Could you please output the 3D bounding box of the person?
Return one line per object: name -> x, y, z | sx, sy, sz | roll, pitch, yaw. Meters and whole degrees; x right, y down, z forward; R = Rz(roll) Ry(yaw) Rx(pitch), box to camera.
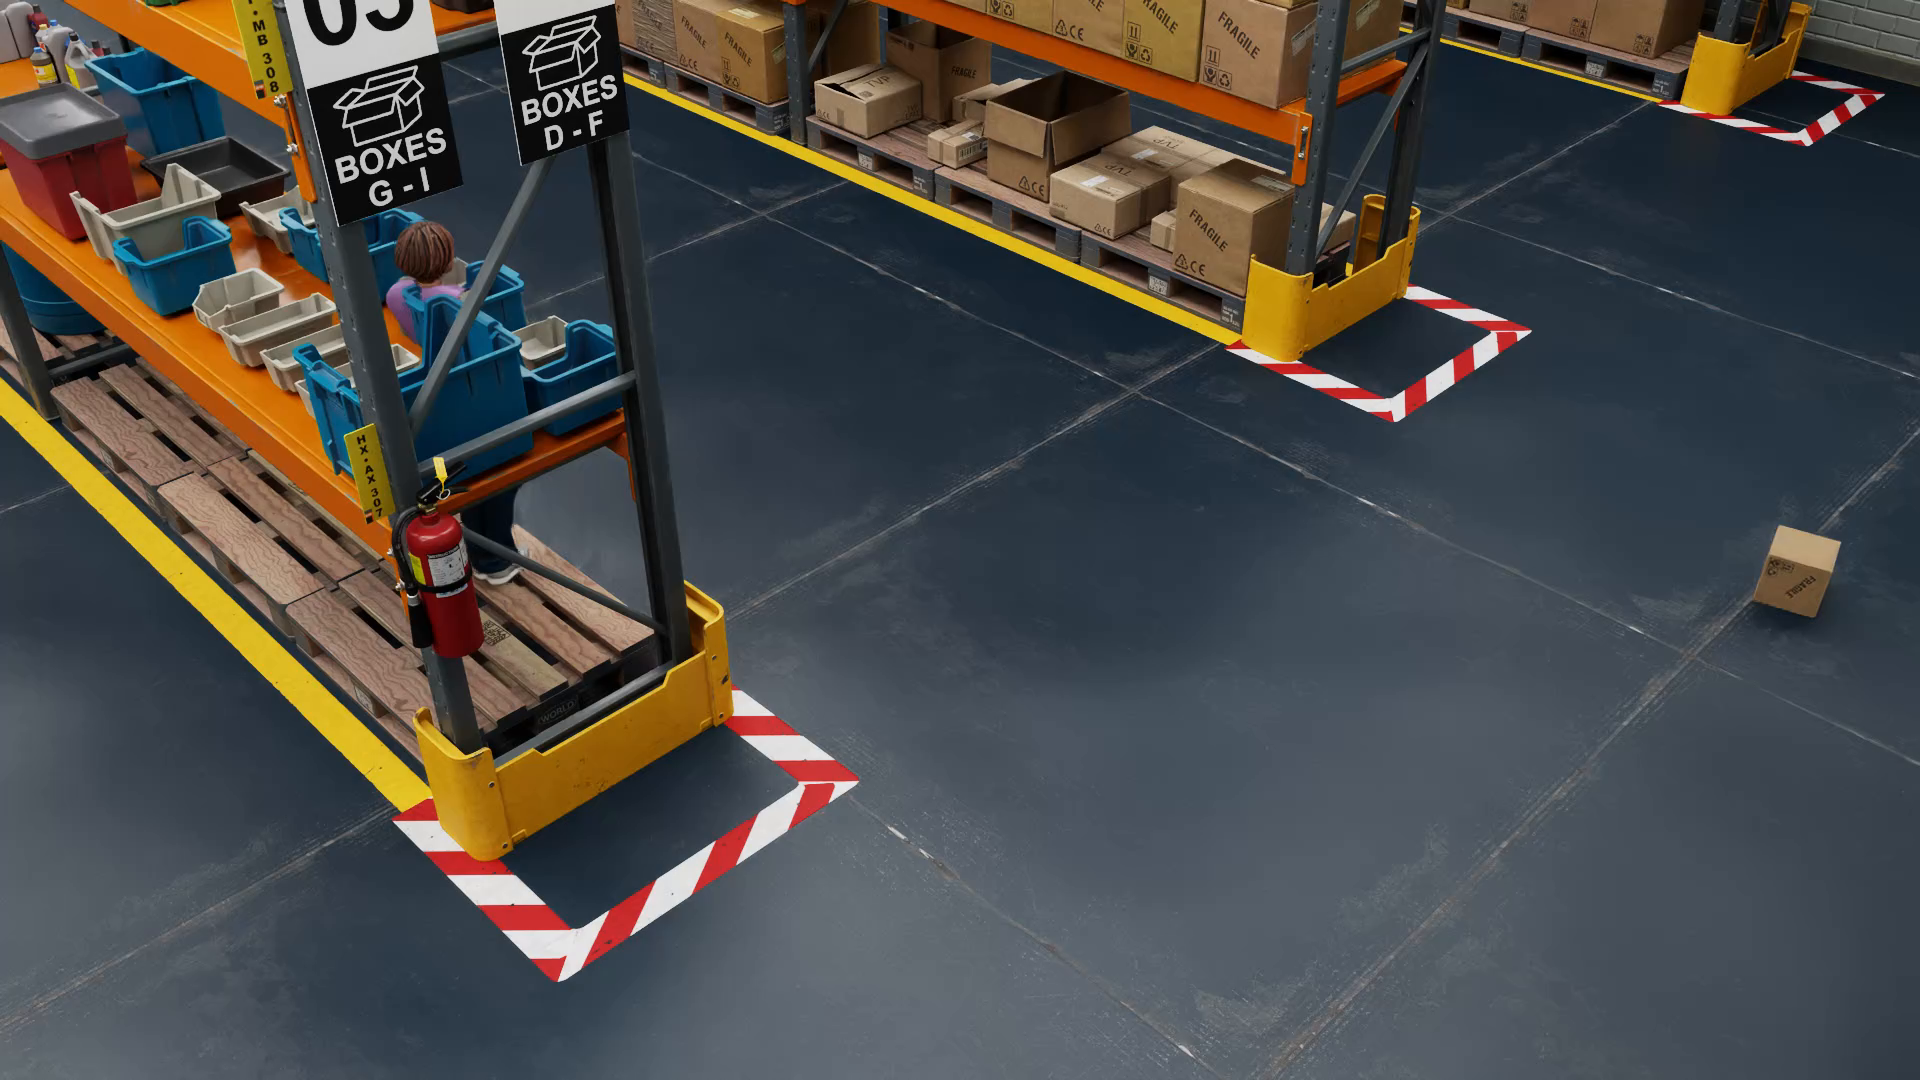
person -> -1.957, -0.524, 6.547 | 0.431, 1.581, 0.310 | 12, 38, 16
